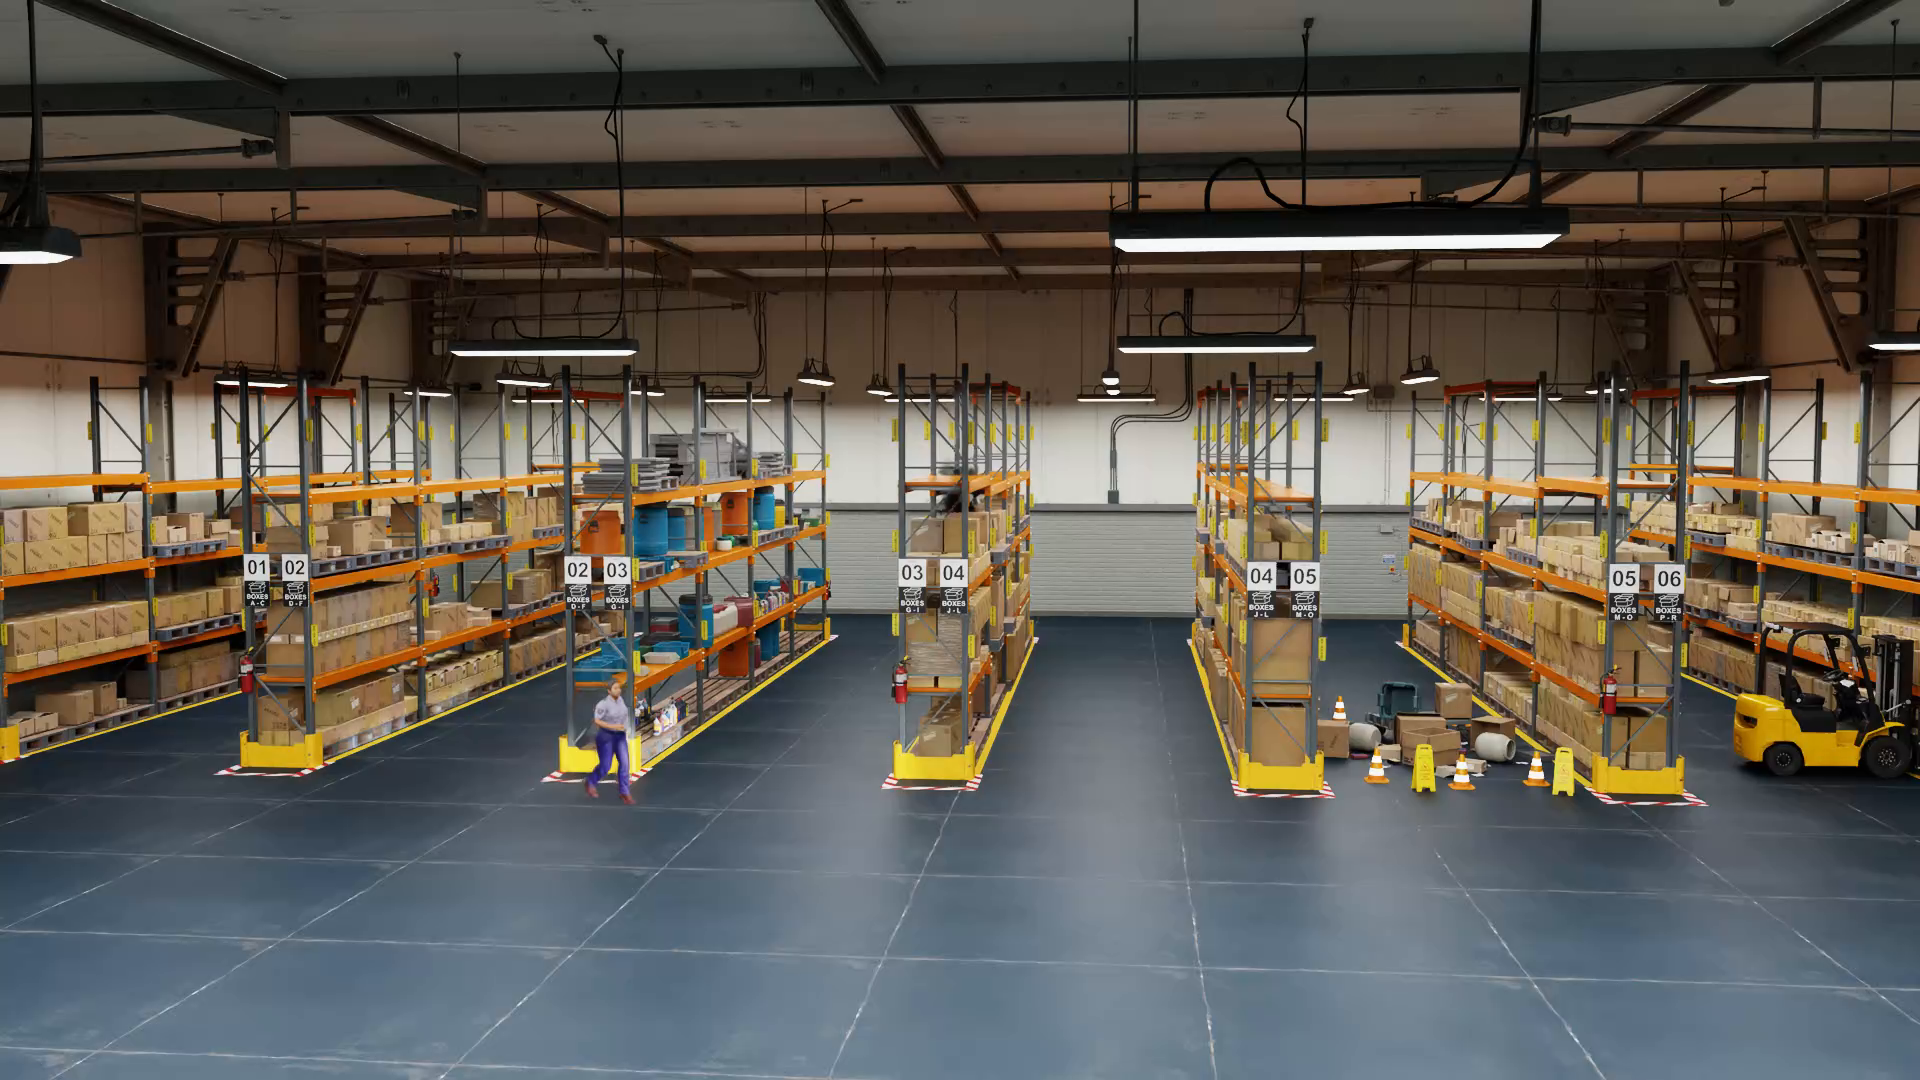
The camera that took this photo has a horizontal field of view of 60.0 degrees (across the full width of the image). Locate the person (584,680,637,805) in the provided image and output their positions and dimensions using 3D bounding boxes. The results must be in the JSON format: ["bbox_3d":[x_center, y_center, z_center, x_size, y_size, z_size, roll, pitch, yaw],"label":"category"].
[{"bbox_3d":[-4.745,2.736,22.614,0.825,1.681,0.626,3,4,35],"label":"person"}]
